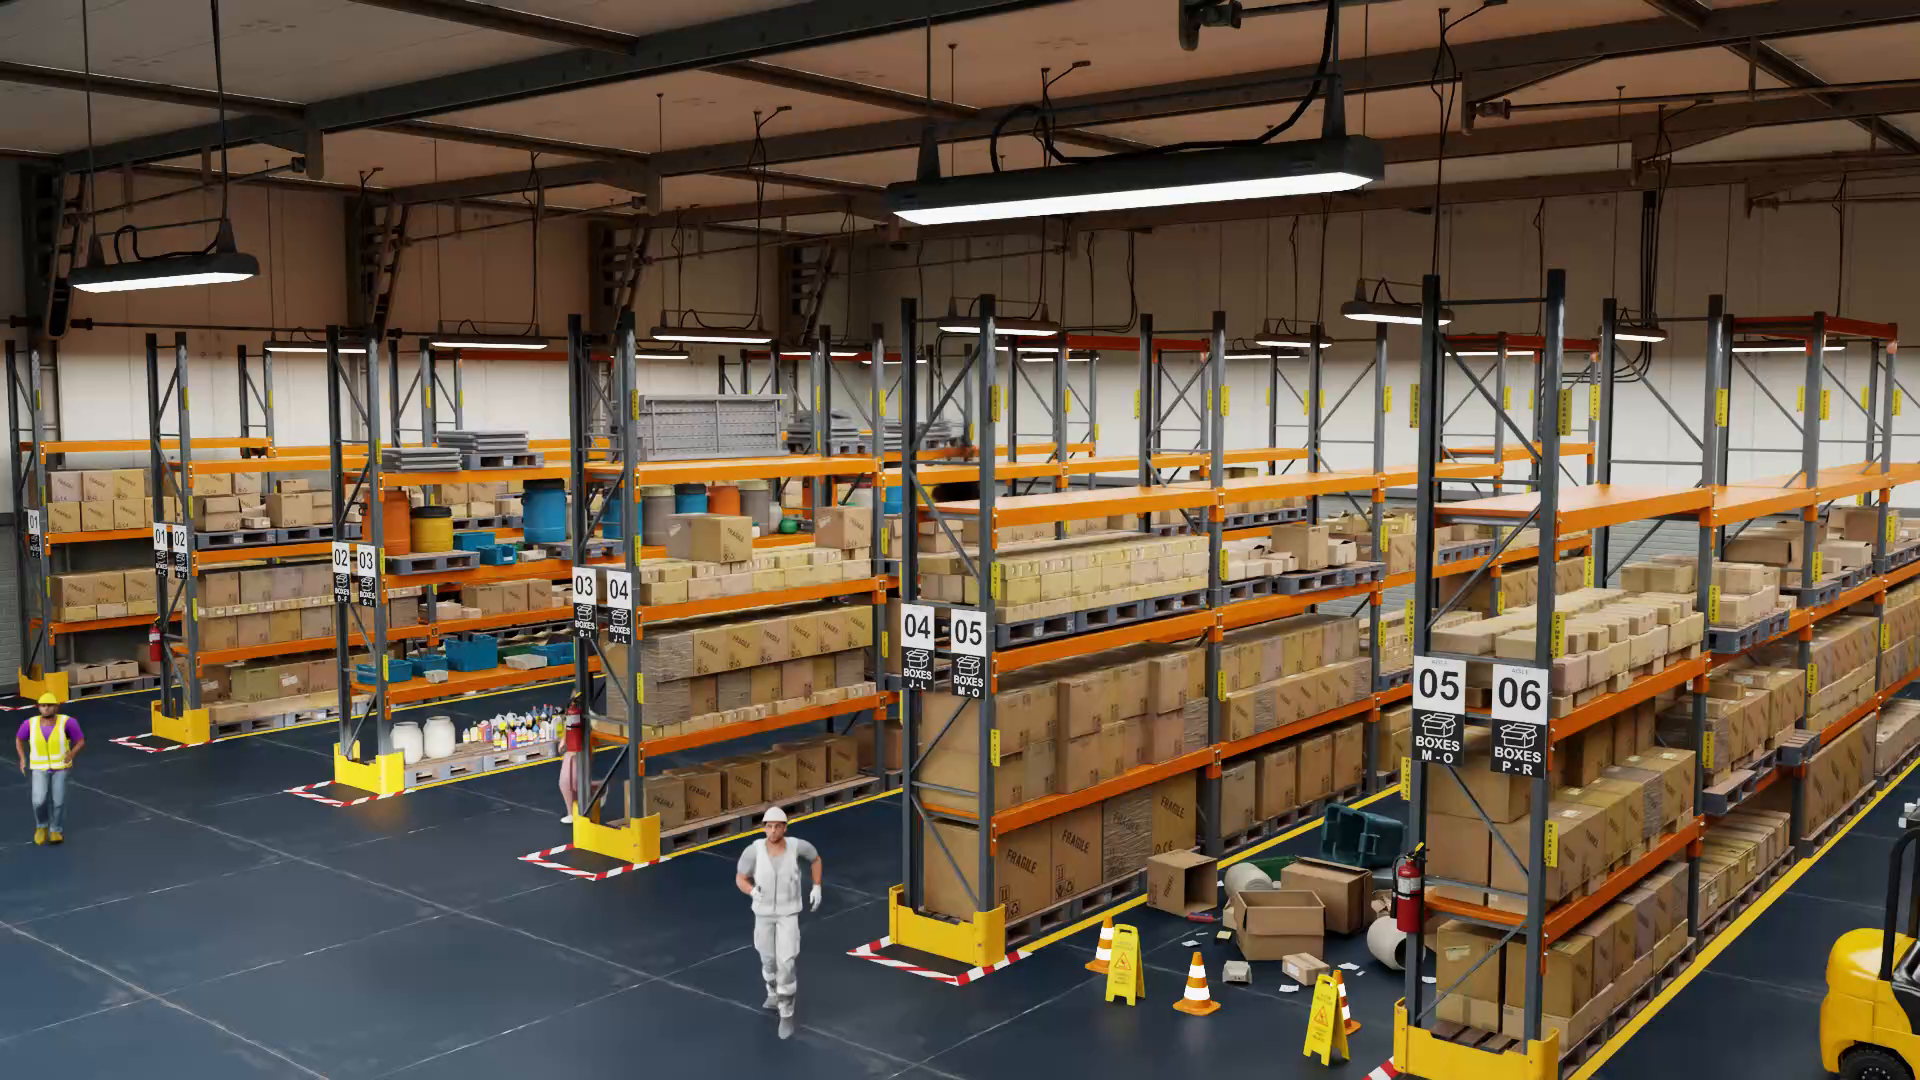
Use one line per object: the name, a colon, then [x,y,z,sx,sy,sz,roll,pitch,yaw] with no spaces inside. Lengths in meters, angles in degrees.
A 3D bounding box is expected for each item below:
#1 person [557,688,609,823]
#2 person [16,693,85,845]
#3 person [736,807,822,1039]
person: [-4.540,2.552,19.982,0.608,1.621,0.667,4,6,37]
person: [-10.309,2.598,18.857,0.700,1.738,0.633,-3,6,-26]
person: [-1.474,3.074,13.501,0.681,1.864,0.775,0,5,1]
